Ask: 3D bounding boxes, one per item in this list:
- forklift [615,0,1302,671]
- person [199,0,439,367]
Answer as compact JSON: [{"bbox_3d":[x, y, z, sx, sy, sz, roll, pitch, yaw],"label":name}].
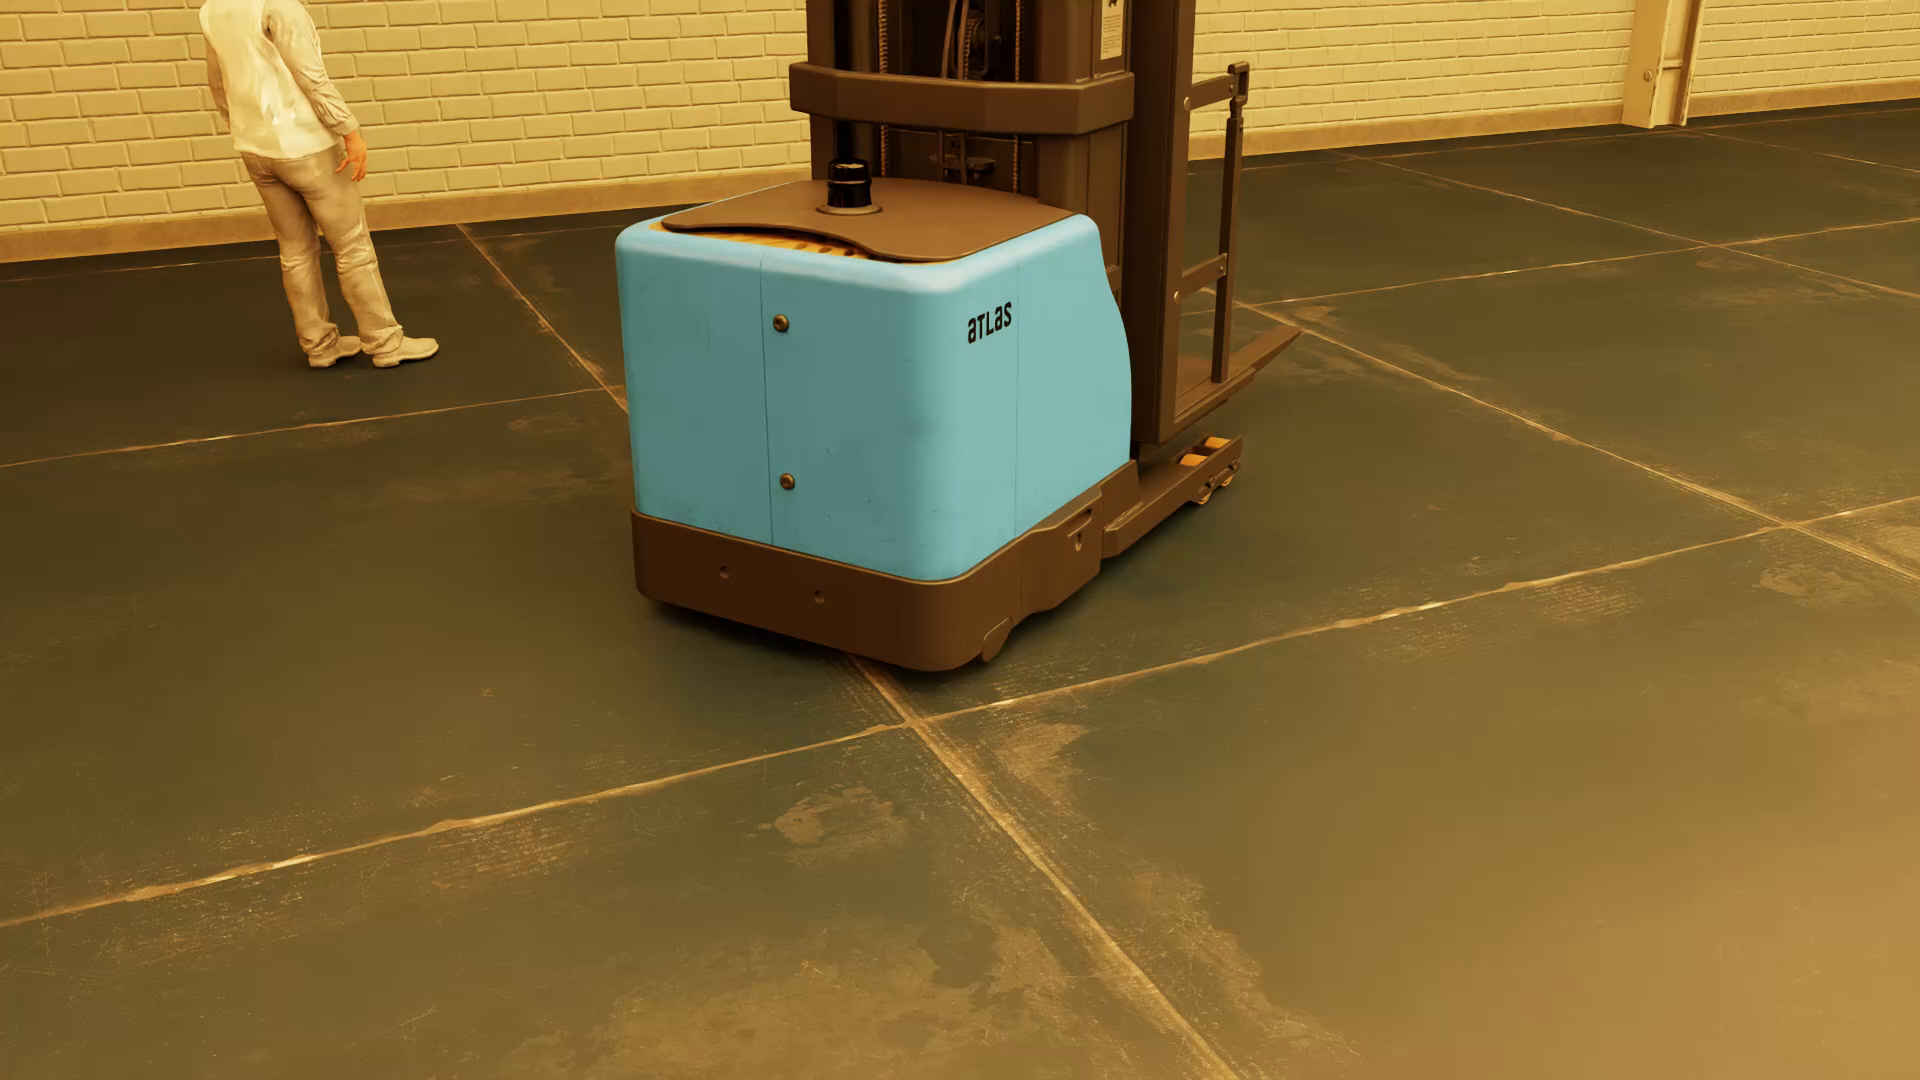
[{"bbox_3d":[0.285,-1.547,5.010,1.130,2.935,3.031,13,26,28],"label":"forklift"},{"bbox_3d":[-2.564,-1.562,6.536,0.630,1.773,0.570,11,25,24],"label":"person"}]
